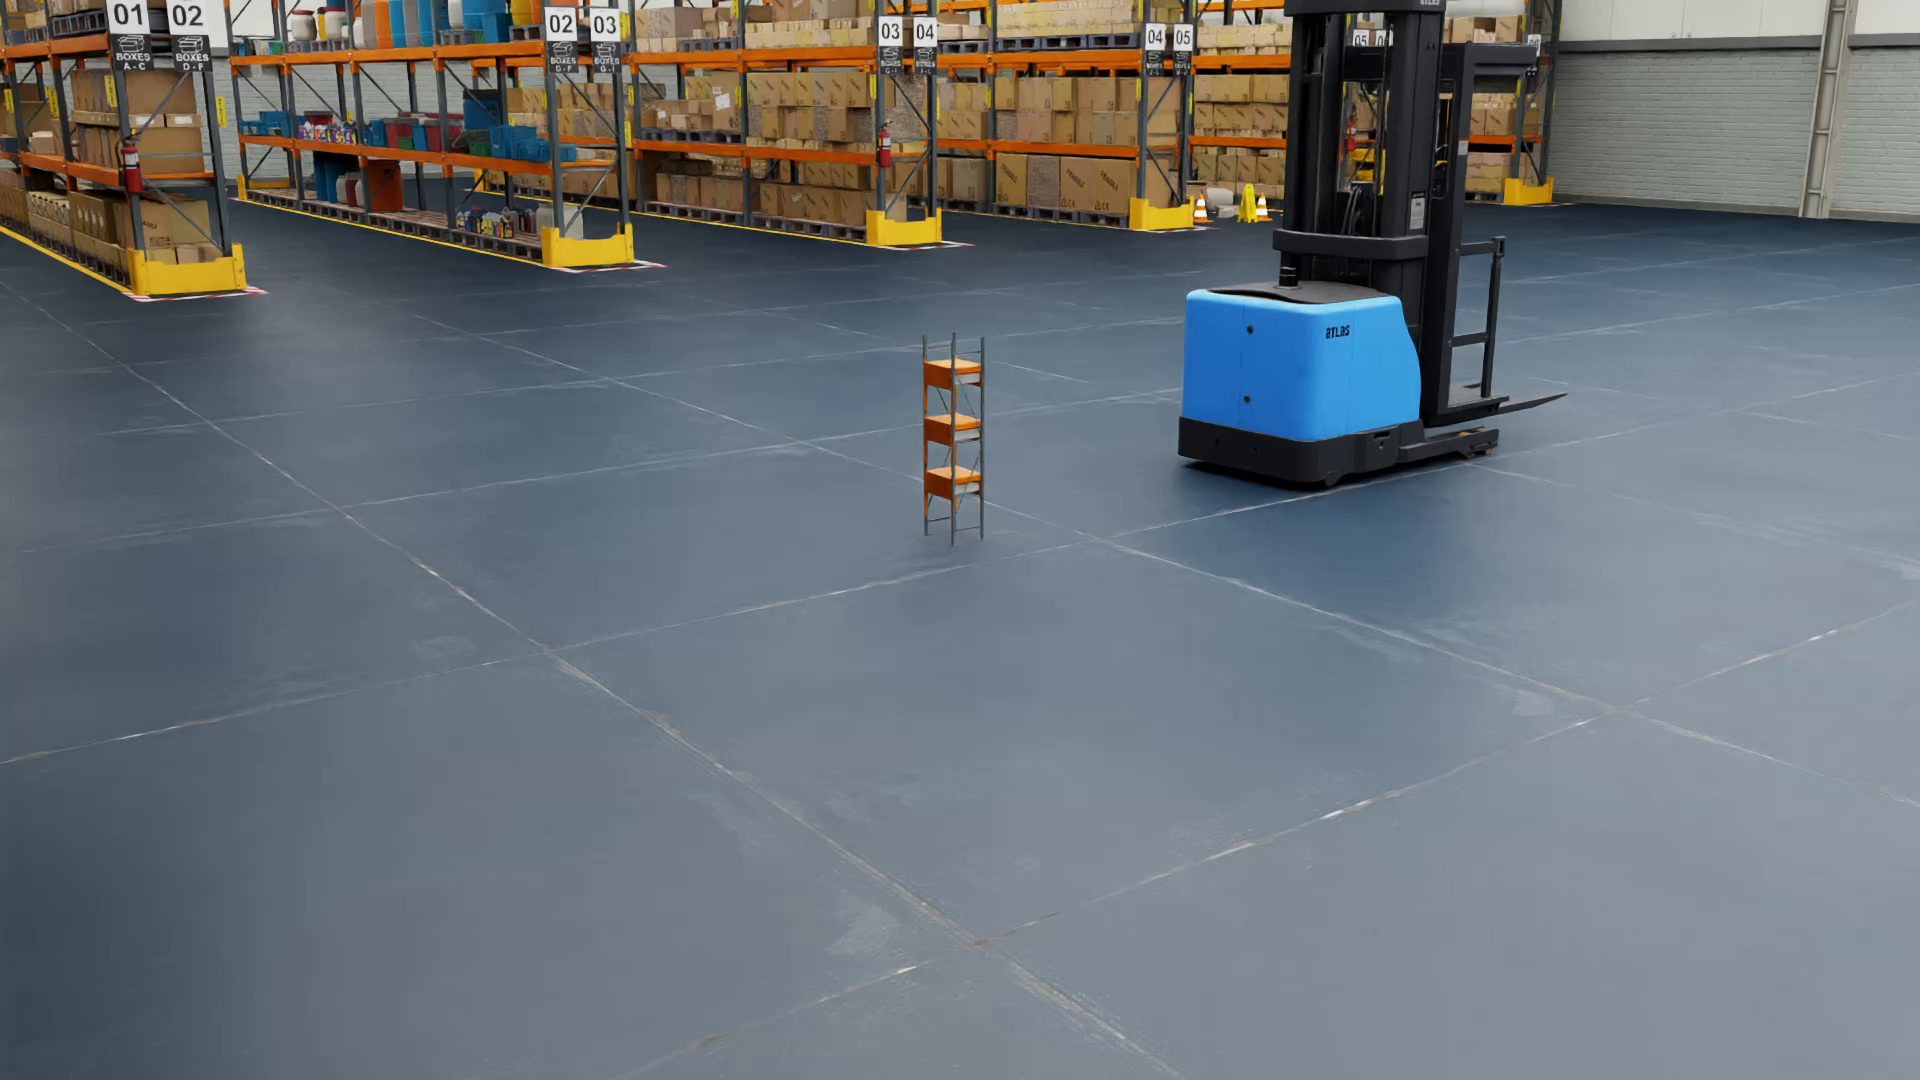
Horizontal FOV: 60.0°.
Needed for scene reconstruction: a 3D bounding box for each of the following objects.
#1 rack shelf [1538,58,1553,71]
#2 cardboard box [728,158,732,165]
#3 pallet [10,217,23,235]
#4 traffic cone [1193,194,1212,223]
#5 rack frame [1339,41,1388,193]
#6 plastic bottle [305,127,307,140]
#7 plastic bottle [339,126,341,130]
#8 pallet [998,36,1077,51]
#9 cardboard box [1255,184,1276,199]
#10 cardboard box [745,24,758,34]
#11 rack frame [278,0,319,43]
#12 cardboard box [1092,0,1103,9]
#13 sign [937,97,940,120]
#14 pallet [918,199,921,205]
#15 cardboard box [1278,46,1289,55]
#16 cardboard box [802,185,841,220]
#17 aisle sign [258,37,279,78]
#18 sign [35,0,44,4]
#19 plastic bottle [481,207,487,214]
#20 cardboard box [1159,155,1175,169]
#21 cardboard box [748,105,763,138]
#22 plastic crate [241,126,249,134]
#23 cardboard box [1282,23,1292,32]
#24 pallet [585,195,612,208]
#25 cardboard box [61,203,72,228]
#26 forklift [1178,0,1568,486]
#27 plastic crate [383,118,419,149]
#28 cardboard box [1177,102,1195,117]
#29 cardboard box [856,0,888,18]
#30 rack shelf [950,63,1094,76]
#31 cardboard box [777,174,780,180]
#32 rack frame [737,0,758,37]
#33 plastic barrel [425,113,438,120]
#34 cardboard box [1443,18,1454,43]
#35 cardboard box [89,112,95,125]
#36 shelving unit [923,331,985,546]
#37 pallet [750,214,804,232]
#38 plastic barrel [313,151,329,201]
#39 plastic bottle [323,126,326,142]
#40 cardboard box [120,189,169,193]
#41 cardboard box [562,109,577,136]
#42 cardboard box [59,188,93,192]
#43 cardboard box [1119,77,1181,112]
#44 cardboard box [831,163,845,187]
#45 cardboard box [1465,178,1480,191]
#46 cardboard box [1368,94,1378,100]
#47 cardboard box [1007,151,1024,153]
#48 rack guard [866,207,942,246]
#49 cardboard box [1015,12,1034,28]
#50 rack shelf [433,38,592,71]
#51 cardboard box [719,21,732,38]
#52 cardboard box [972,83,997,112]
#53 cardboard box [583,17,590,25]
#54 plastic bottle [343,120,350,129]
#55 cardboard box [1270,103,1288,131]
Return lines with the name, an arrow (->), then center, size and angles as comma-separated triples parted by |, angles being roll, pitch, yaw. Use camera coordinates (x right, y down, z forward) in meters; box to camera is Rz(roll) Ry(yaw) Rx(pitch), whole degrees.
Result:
rack shelf -> 10.074, -9.668, 33.897 | 1.077, 0.370, 4.000 | -11, 19, -35
cardboard box -> -5.067, -8.629, 37.900 | 0.380, 0.149, 0.250 | -11, 19, -34
pallet -> -14.619, -5.083, 26.749 | 1.003, 0.211, 1.213 | -11, 19, -35
traffic cone -> 4.129, -5.690, 28.488 | 0.336, 0.463, 0.334 | -11, 19, -35
rack frame -> 7.237, -7.369, 29.820 | 1.000, 3.000, 0.127 | -11, 19, -35
plastic bottle -> -11.752, -7.347, 29.982 | 0.097, 0.271, 0.097 | 0, 15, 0
plastic bottle -> -10.736, -7.041, 28.839 | 0.061, 0.283, 0.133 | -11, 19, -35
pallet -> 1.413, -8.661, 29.026 | 1.003, 0.211, 1.213 | -11, 19, -35
cardboard box -> 5.934, -6.599, 31.419 | 0.500, 0.250, 0.500 | -12, 19, -37
cardboard box -> -3.189, -8.135, 26.463 | 0.380, 0.149, 0.250 | -12, 19, -36
rack frame -> -11.841, -10.518, 29.961 | 1.000, 3.000, 0.127 | -11, 19, -35
cardboard box -> 2.370, -8.723, 27.064 | 0.380, 0.149, 0.250 | -10, 18, -34
sign -> -0.340, -6.333, 24.393 | 0.100, 0.325, 0.005 | -11, 19, -35
pallet -> -1.008, -6.763, 32.885 | 1.003, 0.211, 1.213 | -11, 19, -35
cardboard box -> 6.071, -9.006, 30.591 | 0.380, 0.149, 0.250 | -11, 19, -36
cardboard box -> -2.156, -5.349, 26.378 | 0.500, 0.500, 0.500 | -13, 20, -39
aisle sign -> -13.998, -9.794, 33.753 | 0.394, 0.787, 0.004 | -11, 19, -35
sign -> -11.579, -6.910, 20.884 | 0.100, 0.325, 0.005 | -11, 19, -35
plastic bottle -> -6.881, -4.637, 24.020 | 0.144, 0.351, 0.185 | -11, 19, -35
cardboard box -> 5.208, -9.231, 40.559 | 0.500, 0.500, 0.500 | -12, 19, -37
cardboard box -> -2.916, -6.771, 26.882 | 0.875, 0.500, 0.500 | -11, 19, -35
plastic crate -> -14.192, -8.196, 33.224 | 0.250, 0.136, 0.298 | -11, 19, -35
cardboard box -> 6.136, -9.394, 30.501 | 0.380, 0.149, 0.250 | -12, 19, -36
pallet -> -6.598, -6.635, 32.418 | 1.003, 0.211, 1.213 | -11, 19, -35
cardboard box -> -11.616, -4.337, 22.092 | 0.500, 0.311, 0.500 | -11, 19, -35
forklift -> 2.800, -2.024, 10.418 | 3.031, 2.935, 1.130 | -12, 20, -38
plastic crate -> -8.786, -6.409, 26.189 | 0.402, 0.464, 0.583 | -11, 19, -35
cardboard box -> 4.428, -8.681, 33.063 | 0.500, 0.500, 0.500 | -11, 19, -36
cardboard box -> -1.433, -8.070, 24.996 | 0.500, 0.500, 0.500 | -11, 19, -35
rack shelf -> 1.358, -10.605, 37.320 | 1.077, 0.370, 4.000 | -11, 19, -35
cardboard box -> -3.874, -8.154, 37.291 | 0.380, 0.149, 0.250 | -10, 18, -33
rack frame -> -3.131, -9.579, 26.528 | 1.000, 3.000, 0.127 | -11, 19, -35
plastic barrel -> -8.208, -6.470, 26.274 | 0.433, 0.535, 0.433 | 0, 15, 0
cardboard box -> 9.958, -10.310, 33.700 | 0.797, 0.503, 0.637 | -10, 18, -33
cardboard box -> -10.383, -5.148, 20.284 | 0.380, 0.149, 0.250 | -12, 19, -36
shelving unit -> -0.031, -0.518, 8.479 | 0.215, 1.050, 0.252 | -11, 19, -35
pallet -> -2.707, -5.203, 27.184 | 1.003, 0.211, 1.213 | -11, 19, -35
plastic barrel -> -11.535, -6.697, 30.540 | 0.600, 0.901, 0.708 | -11, 19, -35
plastic bottle -> -11.093, -7.108, 29.107 | 0.097, 0.271, 0.097 | 0, 15, 0
cardboard box -> -10.412, -4.213, 21.279 | 0.500, 0.500, 0.500 | -11, 19, -35
cardboard box -> -7.470, -8.198, 32.656 | 0.500, 0.500, 0.500 | -11, 19, -34
cardboard box -> -13.534, -5.151, 25.615 | 0.500, 0.500, 0.500 | -10, 18, -32
cardboard box -> 3.106, -7.258, 27.083 | 0.875, 0.550, 0.550 | -11, 19, -35
cardboard box -> -2.312, -7.496, 34.222 | 0.500, 0.500, 0.500 | -10, 18, -32
cardboard box -> 10.434, -7.176, 33.526 | 0.500, 0.250, 0.500 | -11, 19, -35
cardboard box -> 8.846, -9.385, 35.203 | 0.380, 0.149, 0.250 | -10, 18, -33
cardboard box -> 1.674, -8.607, 37.570 | 0.875, 0.875, 0.875 | -11, 19, -34
rack guard -> -0.823, -4.642, 24.589 | 1.175, 0.500, 0.348 | -11, 19, -35
cardboard box -> 1.300, -8.947, 28.637 | 0.500, 0.250, 0.500 | -11, 19, -35
rack shelf -> -5.961, -6.589, 22.650 | 1.077, 0.370, 4.000 | -11, 19, -35
cardboard box -> -3.764, -8.455, 27.563 | 0.396, 0.266, 0.258 | -10, 18, -33
cardboard box -> 0.644, -8.069, 30.293 | 0.700, 0.500, 0.500 | -11, 19, -35
cardboard box -> -6.701, -9.672, 31.558 | 0.797, 0.503, 0.637 | -11, 19, -35
plastic bottle -> -11.043, -7.394, 30.002 | 0.144, 0.351, 0.185 | -11, 19, -35
cardboard box -> 6.113, -7.849, 30.820 | 0.500, 0.500, 0.500 | -11, 19, -35
